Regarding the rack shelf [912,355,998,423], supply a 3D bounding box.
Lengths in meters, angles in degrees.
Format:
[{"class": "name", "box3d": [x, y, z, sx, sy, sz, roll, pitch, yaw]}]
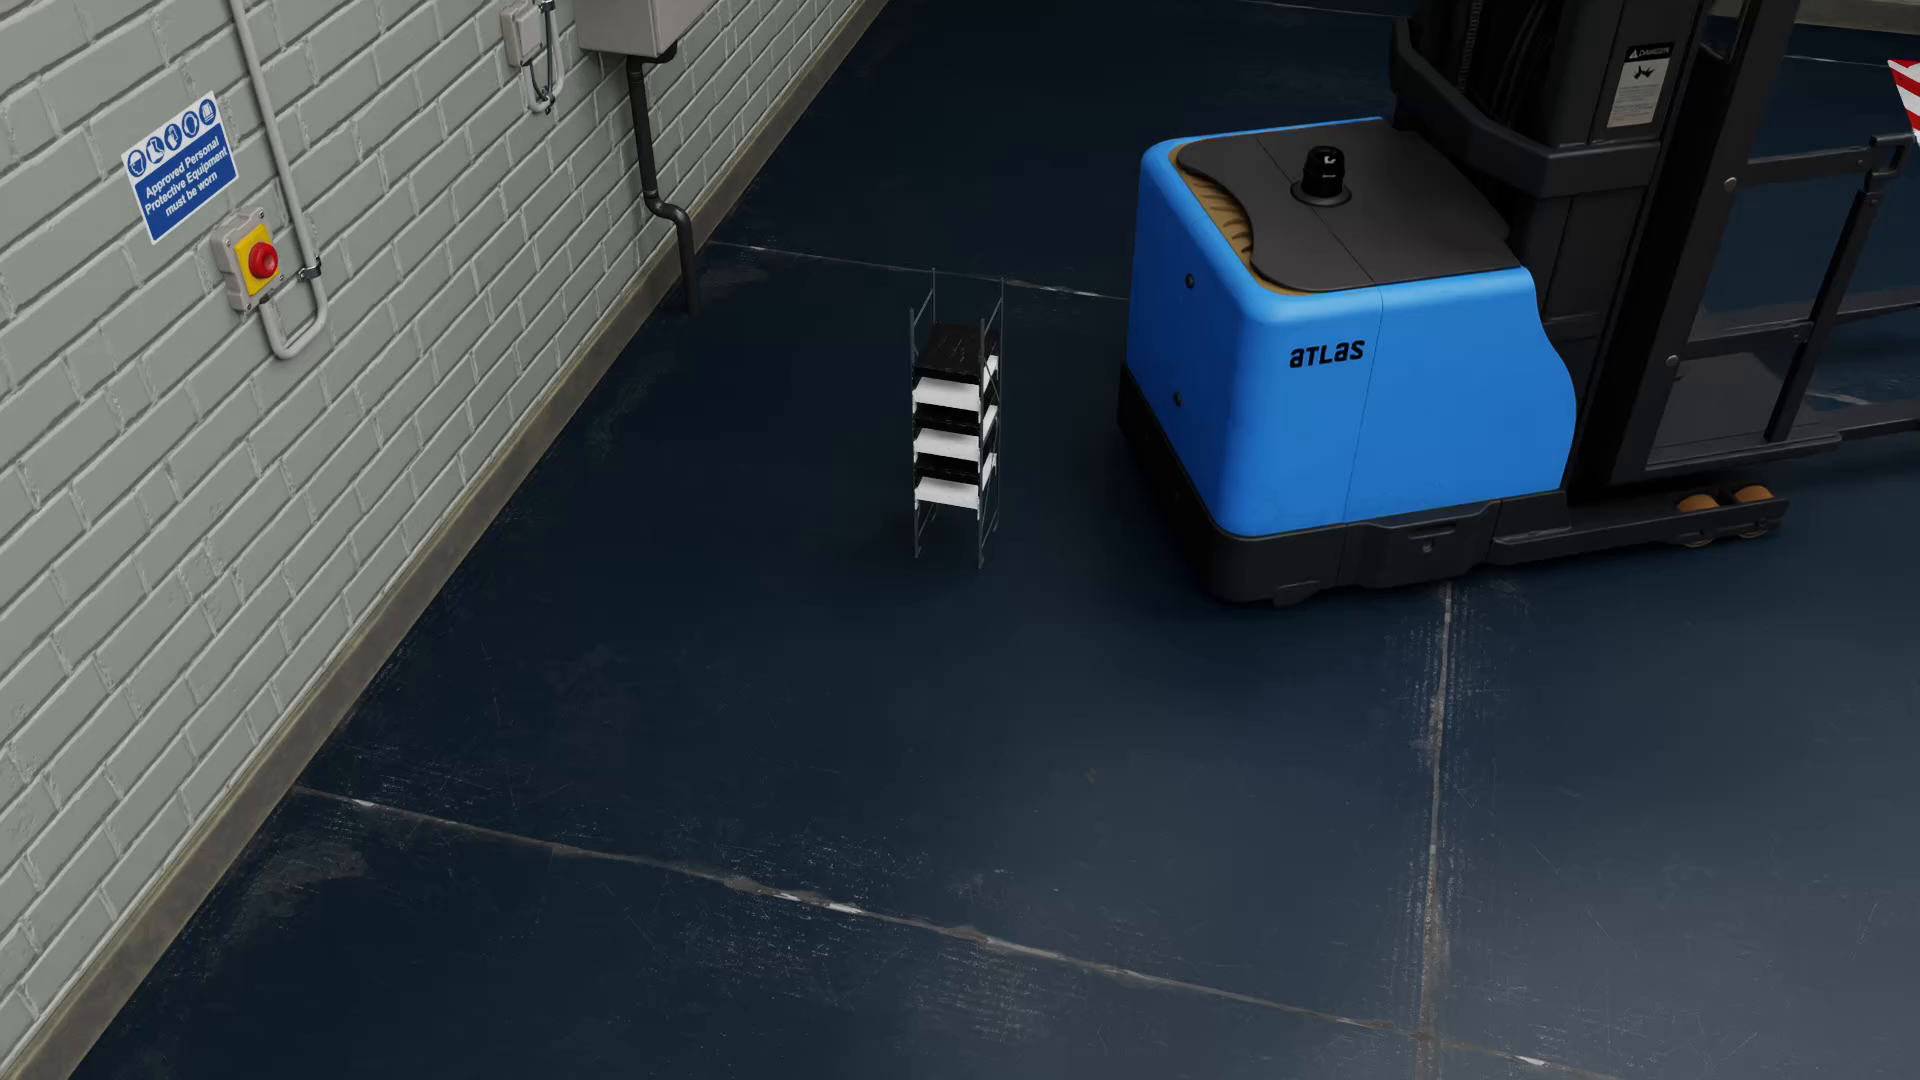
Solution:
[{"class": "rack shelf", "box3d": [-0.008, -0.458, 4.868, 0.200, 0.077, 0.258, 10, 41, 11]}]

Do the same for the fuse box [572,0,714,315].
[{"class": "fuse box", "box3d": [-0.971, -1.533, 5.745, 0.414, 1.711, 0.539, 10, 41, 11]}]

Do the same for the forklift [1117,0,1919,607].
[{"class": "forklift", "box3d": [2.104, -1.423, 4.665, 3.031, 2.935, 1.130, -9, 41, -10]}]

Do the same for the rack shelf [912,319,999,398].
[{"class": "rack shelf", "box3d": [-0.008, -0.527, 4.810, 0.200, 0.077, 0.258, 10, 41, 11]}]

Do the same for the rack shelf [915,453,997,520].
[{"class": "rack shelf", "box3d": [-0.008, -0.183, 5.099, 0.200, 0.077, 0.258, 10, 41, 11]}]

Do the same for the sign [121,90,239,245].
[{"class": "sign", "box3d": [-1.727, -0.829, 3.695, 0.001, 0.218, 0.327, 10, 41, 11]}]

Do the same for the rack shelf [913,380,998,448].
[{"class": "rack shelf", "box3d": [-0.008, -0.389, 4.926, 0.200, 0.077, 0.258, 10, 41, 11]}]

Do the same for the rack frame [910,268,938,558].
[{"class": "rack frame", "box3d": [-0.106, -0.363, 4.982, 0.006, 0.900, 0.240, 10, 41, 11]}]

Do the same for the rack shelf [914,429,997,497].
[{"class": "rack shelf", "box3d": [-0.008, -0.252, 5.042, 0.200, 0.077, 0.258, 10, 41, 11]}]

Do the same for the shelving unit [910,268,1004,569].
[{"class": "shelving unit", "box3d": [-0.008, -0.346, 4.962, 0.210, 0.900, 0.258, 10, 41, 11]}]

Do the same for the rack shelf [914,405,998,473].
[{"class": "rack shelf", "box3d": [-0.008, -0.320, 4.984, 0.200, 0.077, 0.258, 10, 41, 11]}]

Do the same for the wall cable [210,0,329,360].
[{"class": "wall cable", "box3d": [-1.655, -1.147, 3.469, 0.123, 1.953, 0.585, 10, 41, 11]}]

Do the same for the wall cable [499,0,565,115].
[{"class": "wall cable", "box3d": [-1.300, -2.018, 4.530, 0.122, 1.984, 0.588, 10, 41, 11]}]

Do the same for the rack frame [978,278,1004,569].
[{"class": "rack frame", "box3d": [0.090, -0.329, 4.942, 0.006, 0.900, 0.240, 10, 41, 11]}]
